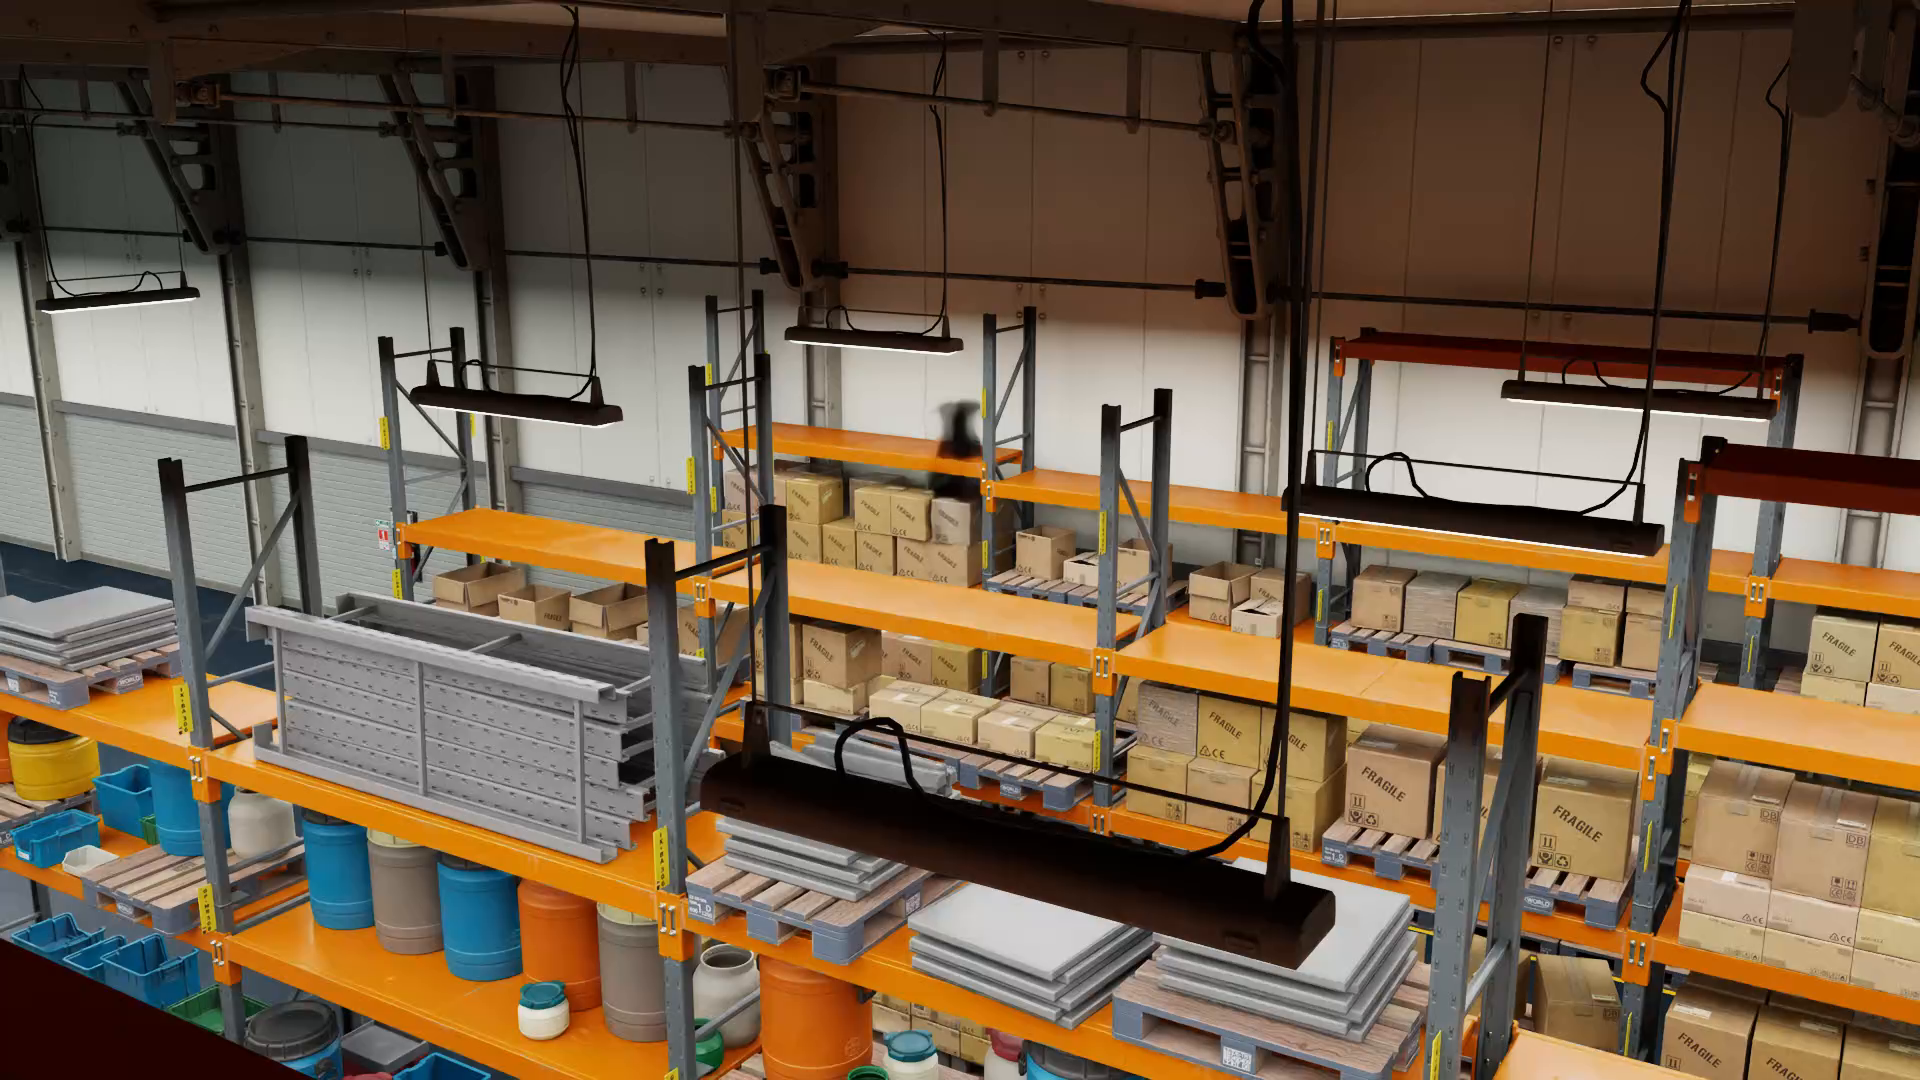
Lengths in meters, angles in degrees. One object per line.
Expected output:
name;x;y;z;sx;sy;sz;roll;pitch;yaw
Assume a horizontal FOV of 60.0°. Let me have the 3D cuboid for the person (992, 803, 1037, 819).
person;0.726;2.956;17.847;0.786;1.680;0.662;1;14;4
